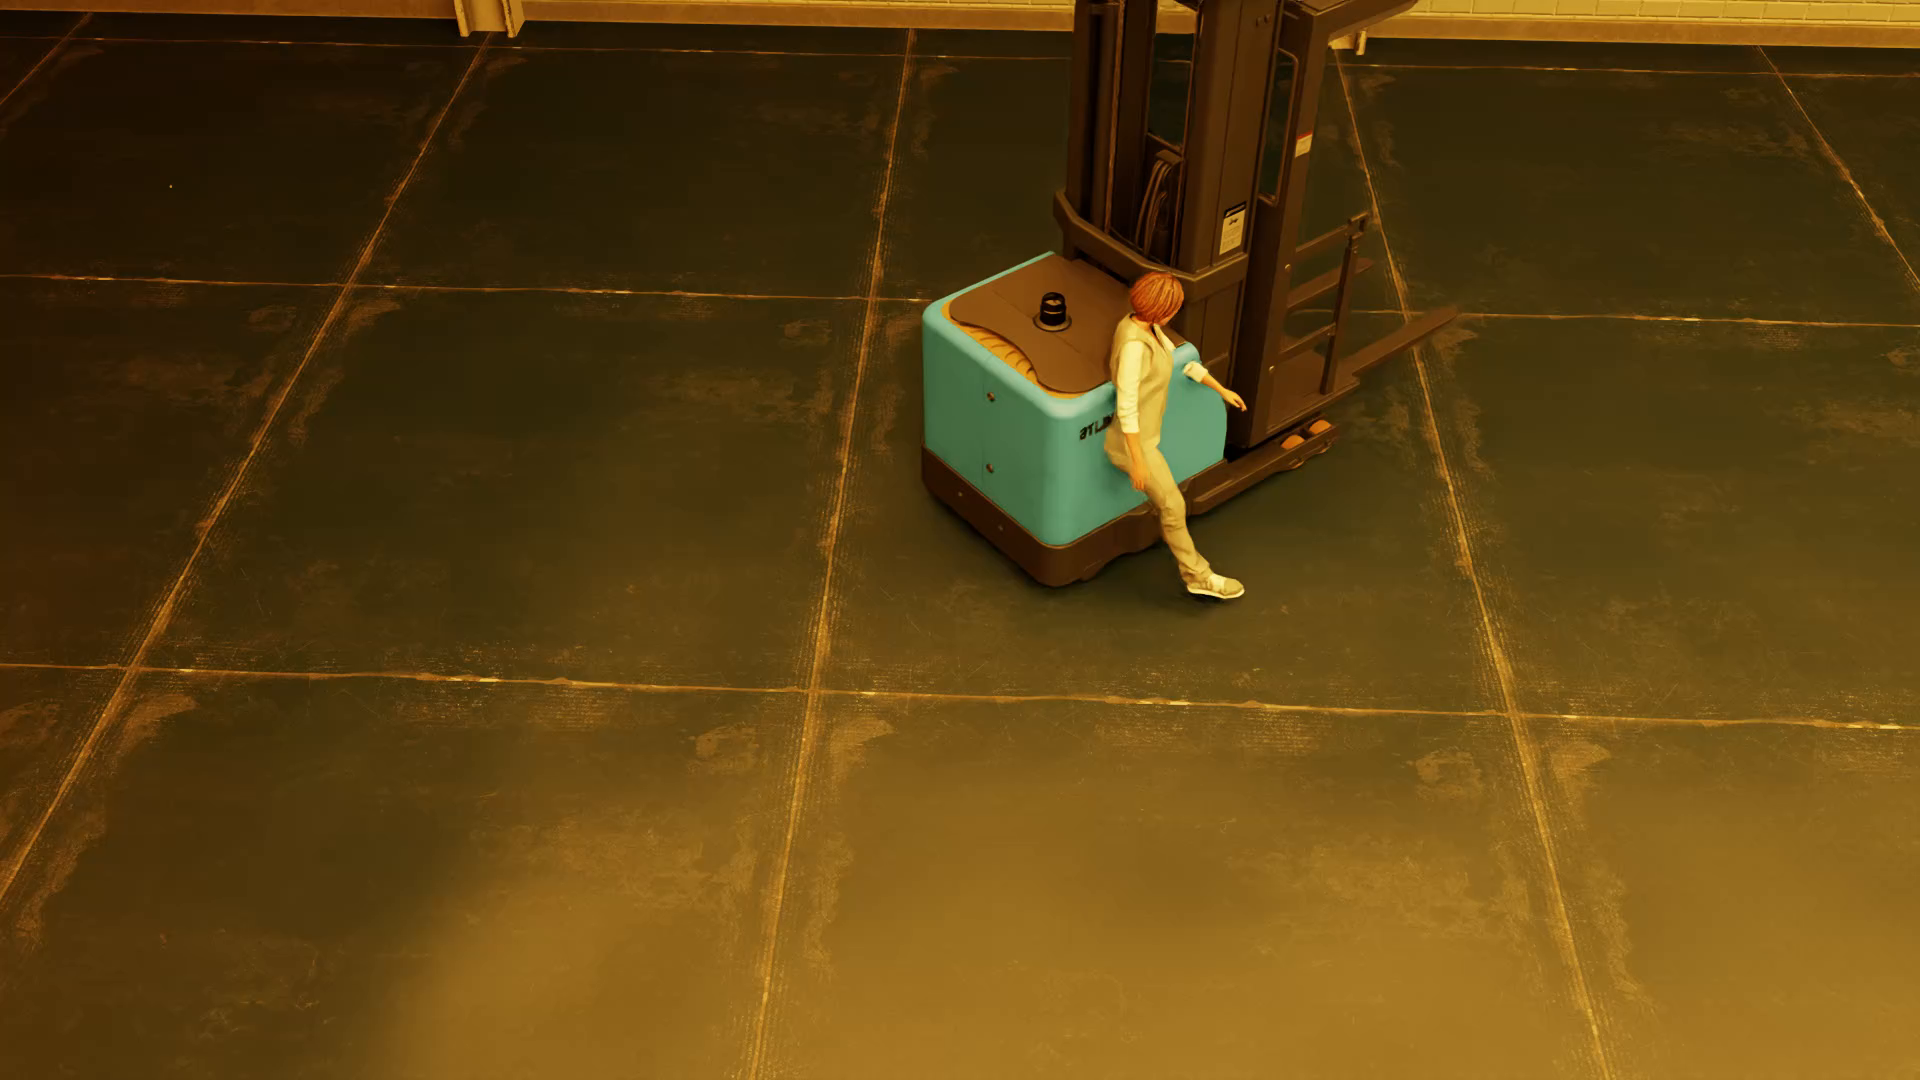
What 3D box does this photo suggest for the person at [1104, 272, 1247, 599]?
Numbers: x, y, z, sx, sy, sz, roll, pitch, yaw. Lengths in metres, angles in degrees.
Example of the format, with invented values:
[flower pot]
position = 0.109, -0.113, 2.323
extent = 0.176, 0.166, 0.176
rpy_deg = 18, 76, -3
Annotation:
[person]
position = 0.908, -0.483, 7.298
extent = 0.805, 1.477, 0.683
rpy_deg = 3, 42, 3

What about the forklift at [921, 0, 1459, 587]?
[forklift]
position = 1.287, -1.695, 7.599
extent = 3.031, 2.935, 1.130
rpy_deg = -28, 49, -27
